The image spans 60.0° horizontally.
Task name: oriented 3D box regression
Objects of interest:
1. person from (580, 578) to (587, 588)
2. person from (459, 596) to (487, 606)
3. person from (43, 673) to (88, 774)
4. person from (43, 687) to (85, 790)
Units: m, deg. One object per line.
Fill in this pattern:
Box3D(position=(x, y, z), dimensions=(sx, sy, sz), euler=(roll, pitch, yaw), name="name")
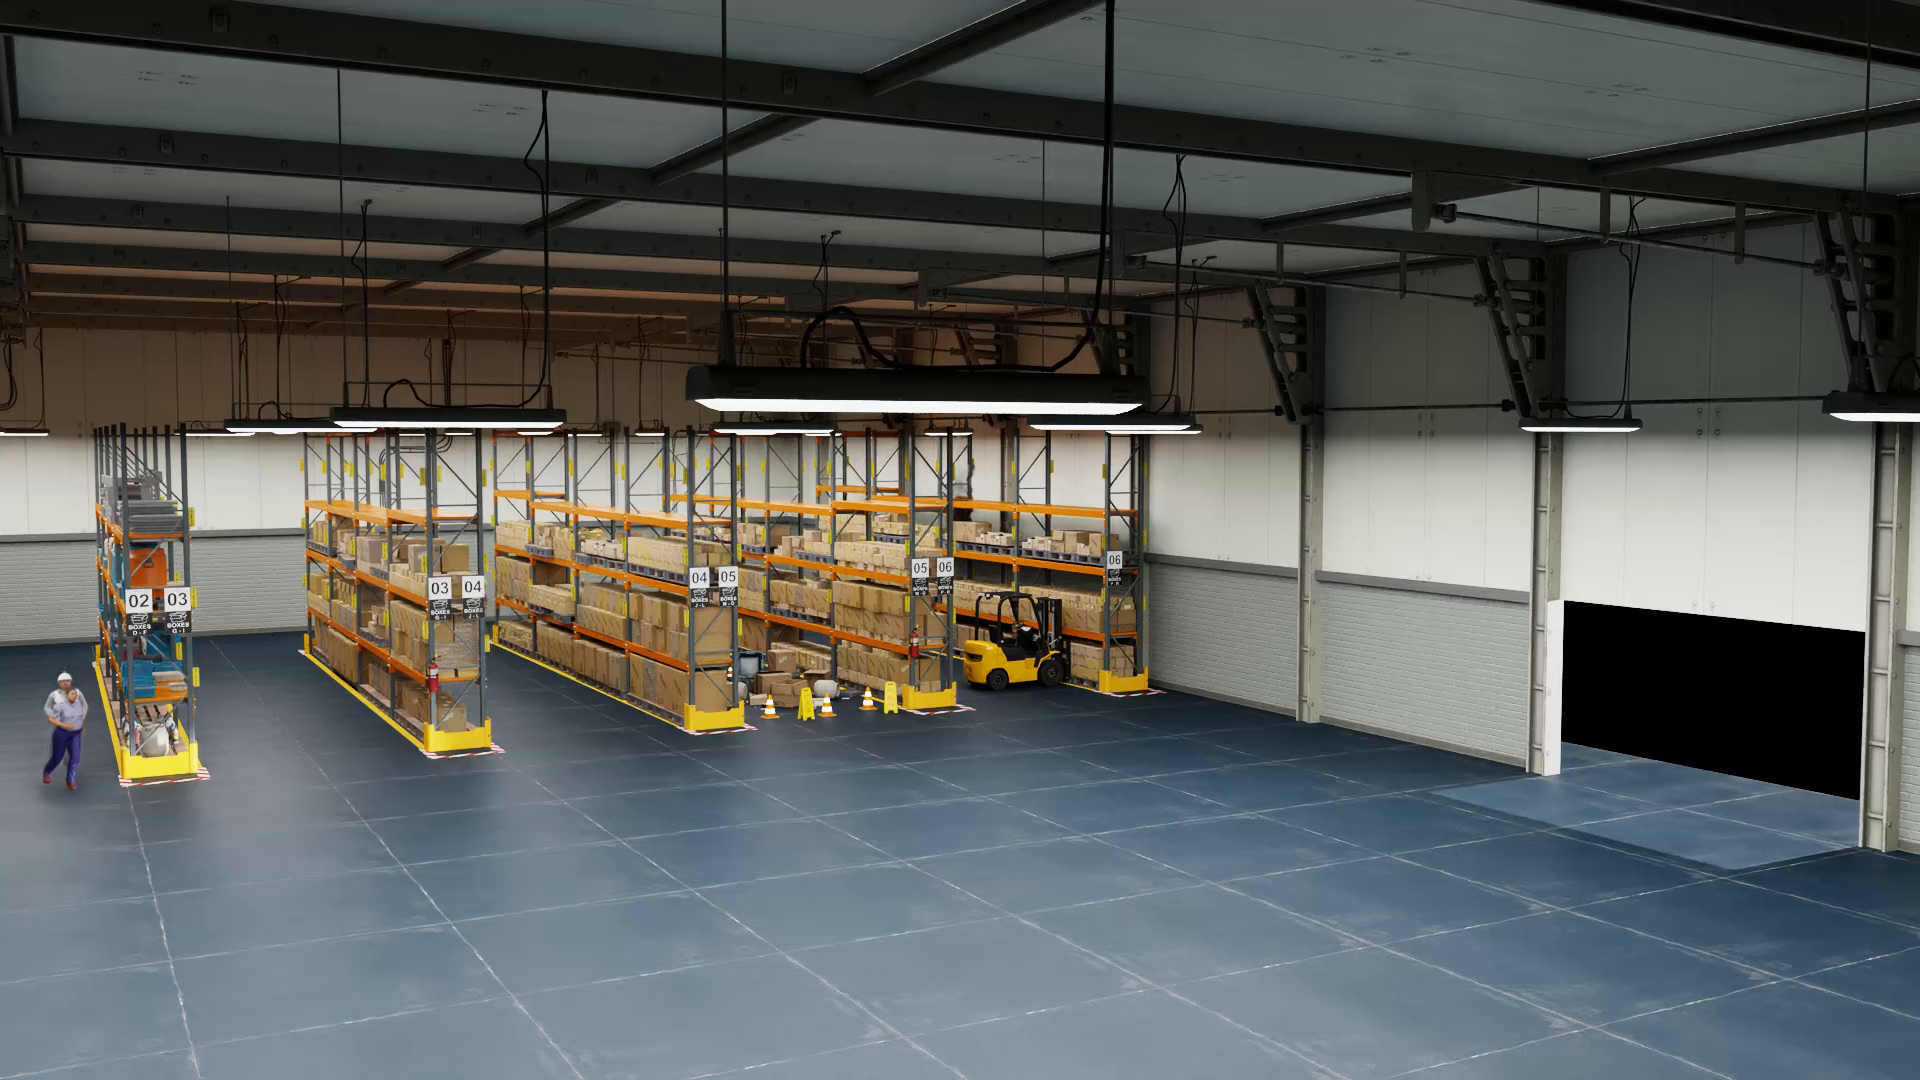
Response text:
Box3D(position=(-10.628, 1.986, 46.888), dimensions=(0.692, 1.834, 0.846), euler=(-2, 4, -31), name="person")
Box3D(position=(-13.852, 2.021, 47.068), dimensions=(0.763, 1.764, 0.670), euler=(1, 4, 20), name="person")
Box3D(position=(-15.325, 3.133, 28.513), dimensions=(0.677, 1.729, 0.604), euler=(-2, 4, -29), name="person")
Box3D(position=(-14.715, 3.249, 27.412), dimensions=(0.892, 1.639, 0.641), euler=(2, 4, 33), name="person")
